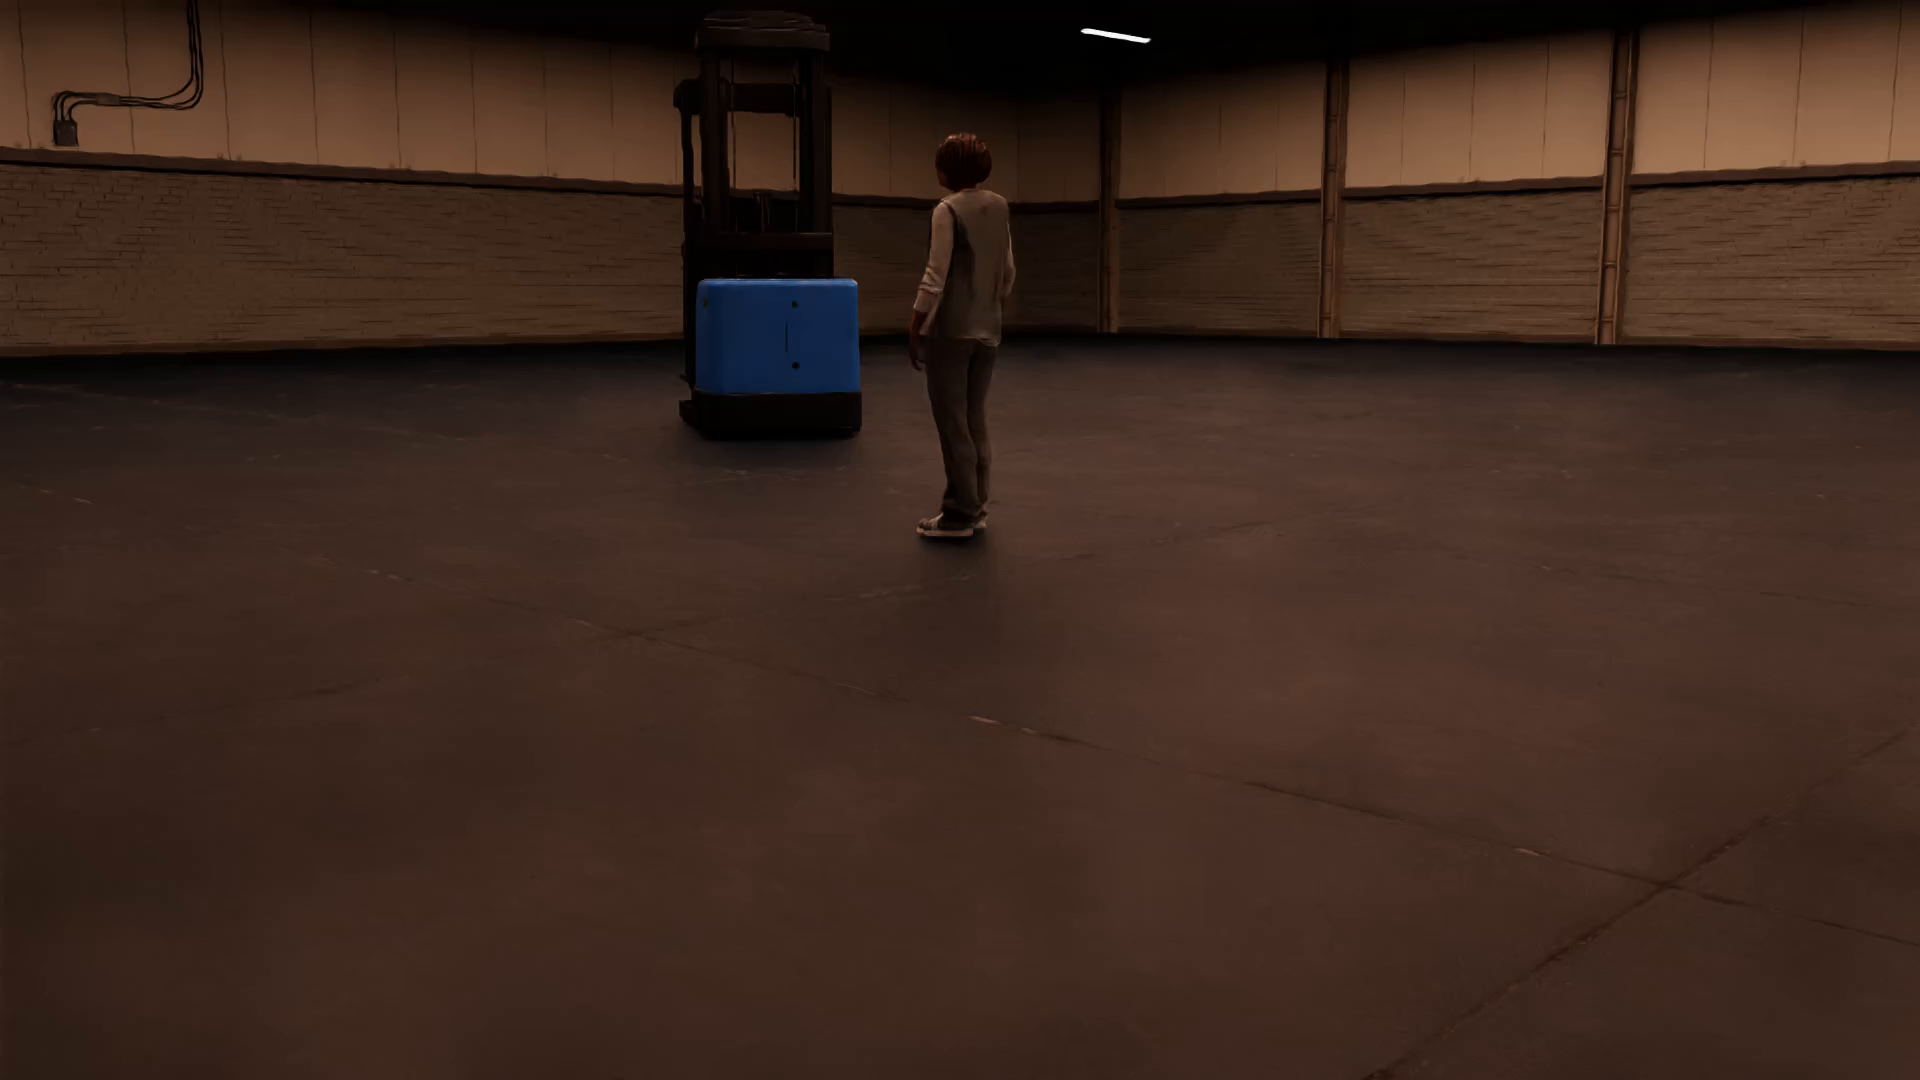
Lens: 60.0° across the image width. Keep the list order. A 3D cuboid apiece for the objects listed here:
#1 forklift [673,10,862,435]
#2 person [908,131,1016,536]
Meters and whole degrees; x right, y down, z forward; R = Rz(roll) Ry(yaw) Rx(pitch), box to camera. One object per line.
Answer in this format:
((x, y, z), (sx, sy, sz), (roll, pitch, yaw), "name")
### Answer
((-1.545, -2.351, 12.487), (1.130, 2.935, 3.031), (-2, 9, -15), "forklift")
((-0.044, -0.806, 6.658), (0.473, 1.597, 0.521), (8, 12, 43), "person")
